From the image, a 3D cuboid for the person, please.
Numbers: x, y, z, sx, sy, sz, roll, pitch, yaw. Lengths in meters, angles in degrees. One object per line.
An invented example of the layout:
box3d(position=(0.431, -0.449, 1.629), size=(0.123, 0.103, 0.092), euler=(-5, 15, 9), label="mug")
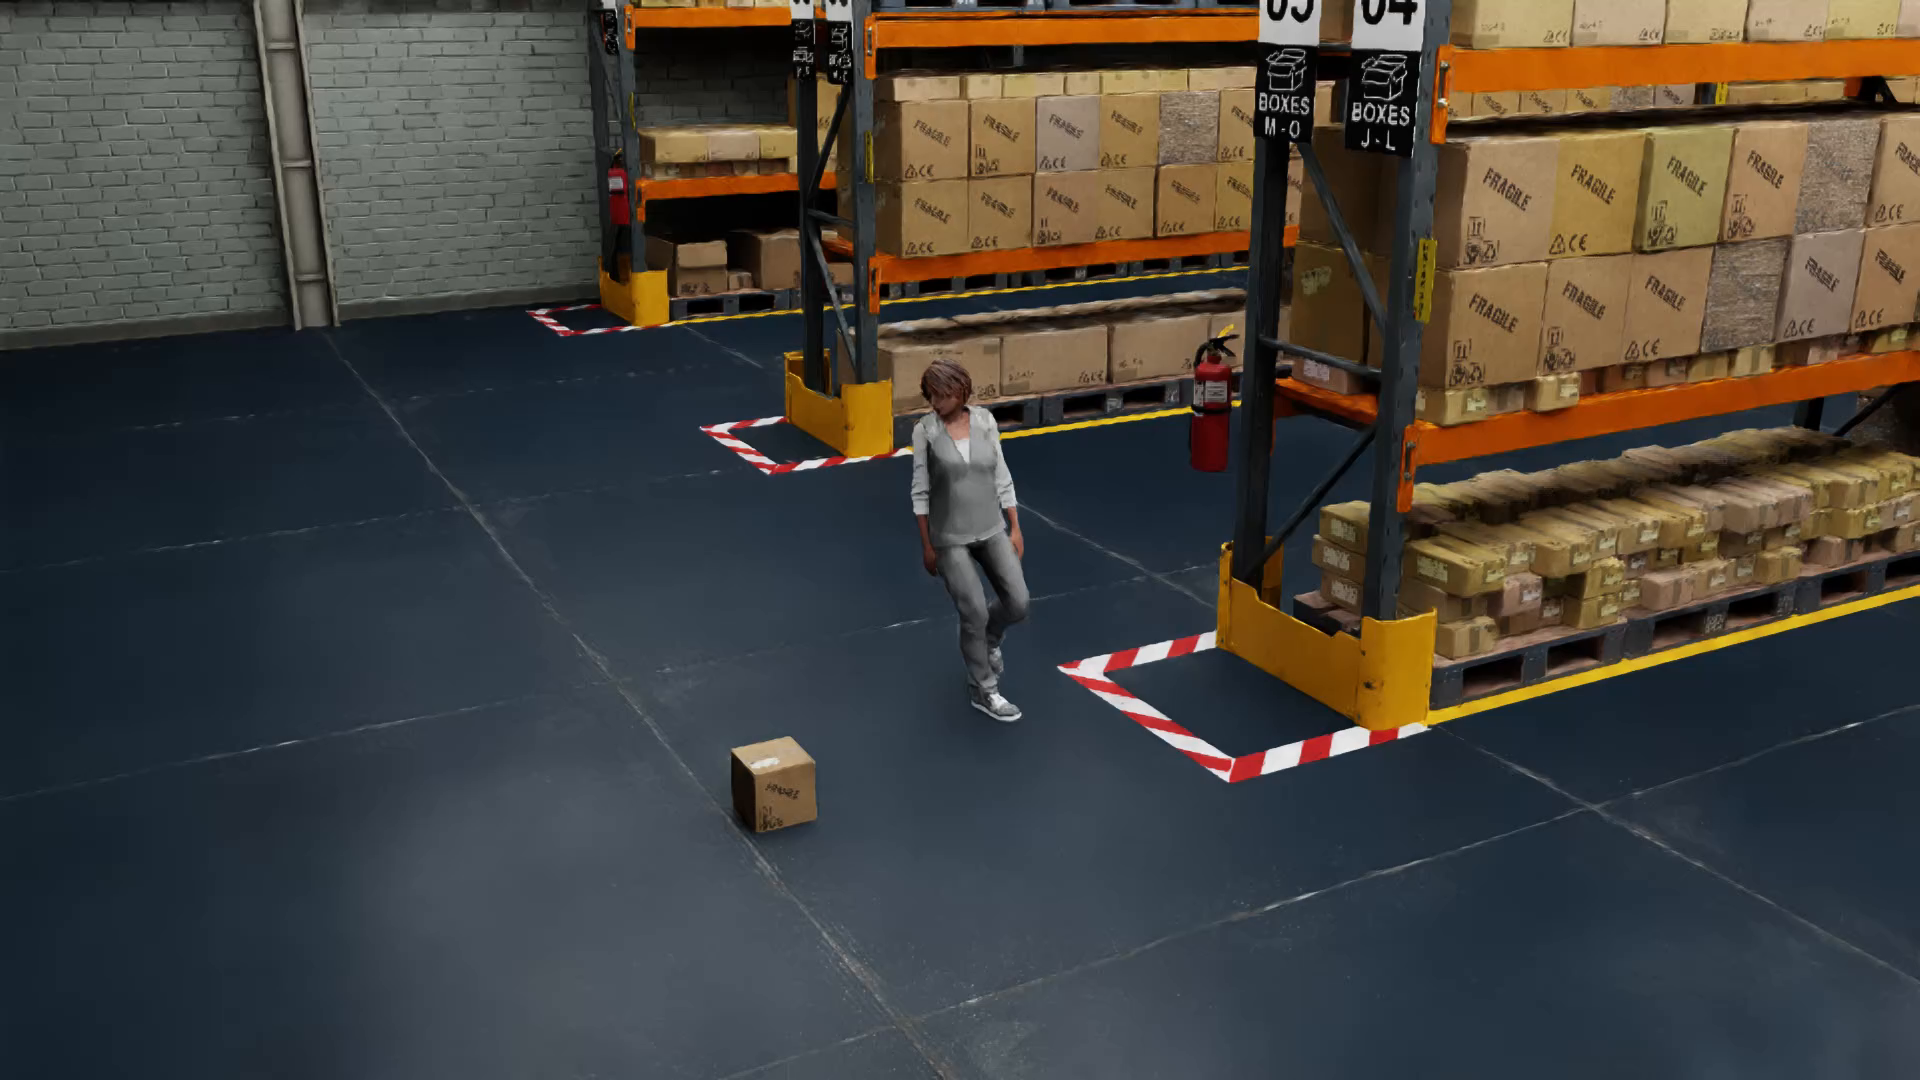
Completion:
box3d(position=(0.036, -0.002, 7.133), size=(0.483, 1.574, 0.480), euler=(-8, 20, -23), label="person")
